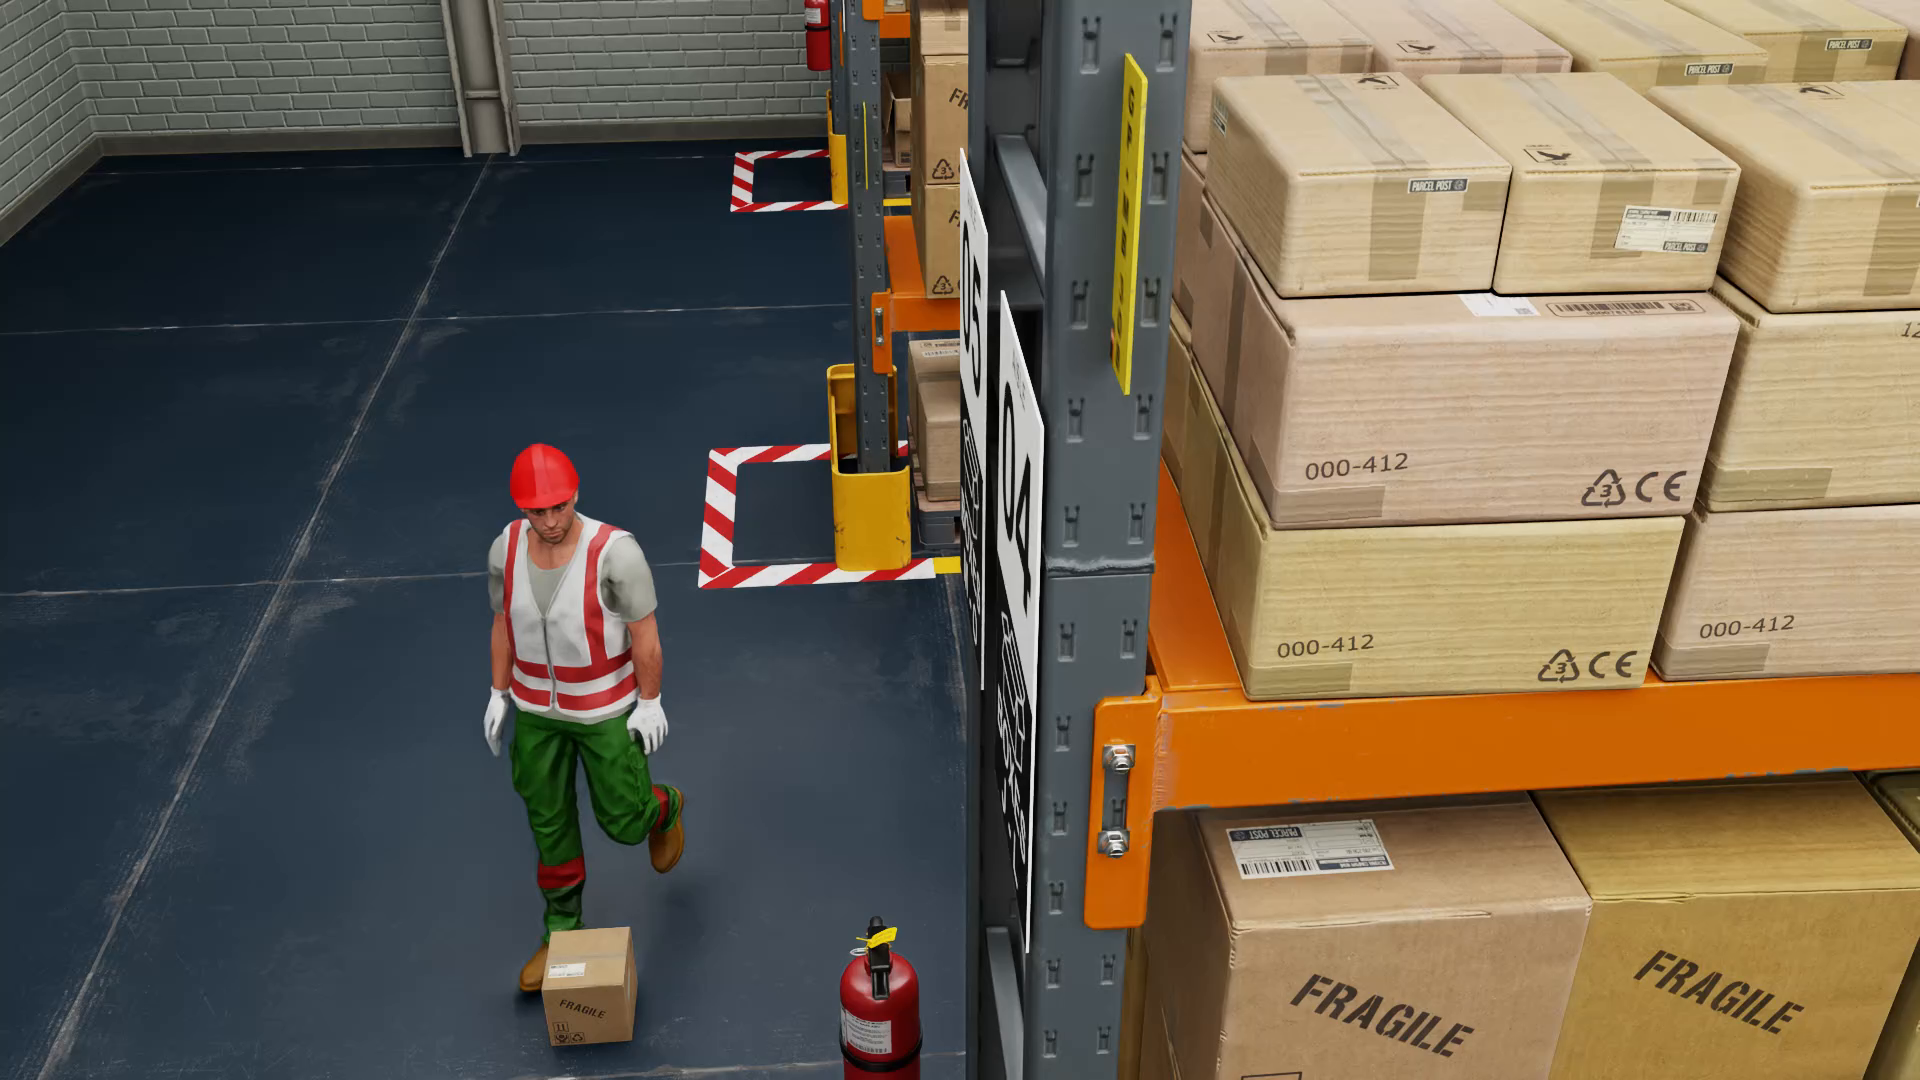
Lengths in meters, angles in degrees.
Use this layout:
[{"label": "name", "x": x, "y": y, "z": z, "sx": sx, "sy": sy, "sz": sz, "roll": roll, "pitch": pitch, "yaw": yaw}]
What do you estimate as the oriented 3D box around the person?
[{"label": "person", "x": -1.226, "y": 0.538, "z": 5.225, "sx": 0.590, "sy": 1.769, "sz": 0.792, "roll": 6, "pitch": 31, "yaw": 10}]
